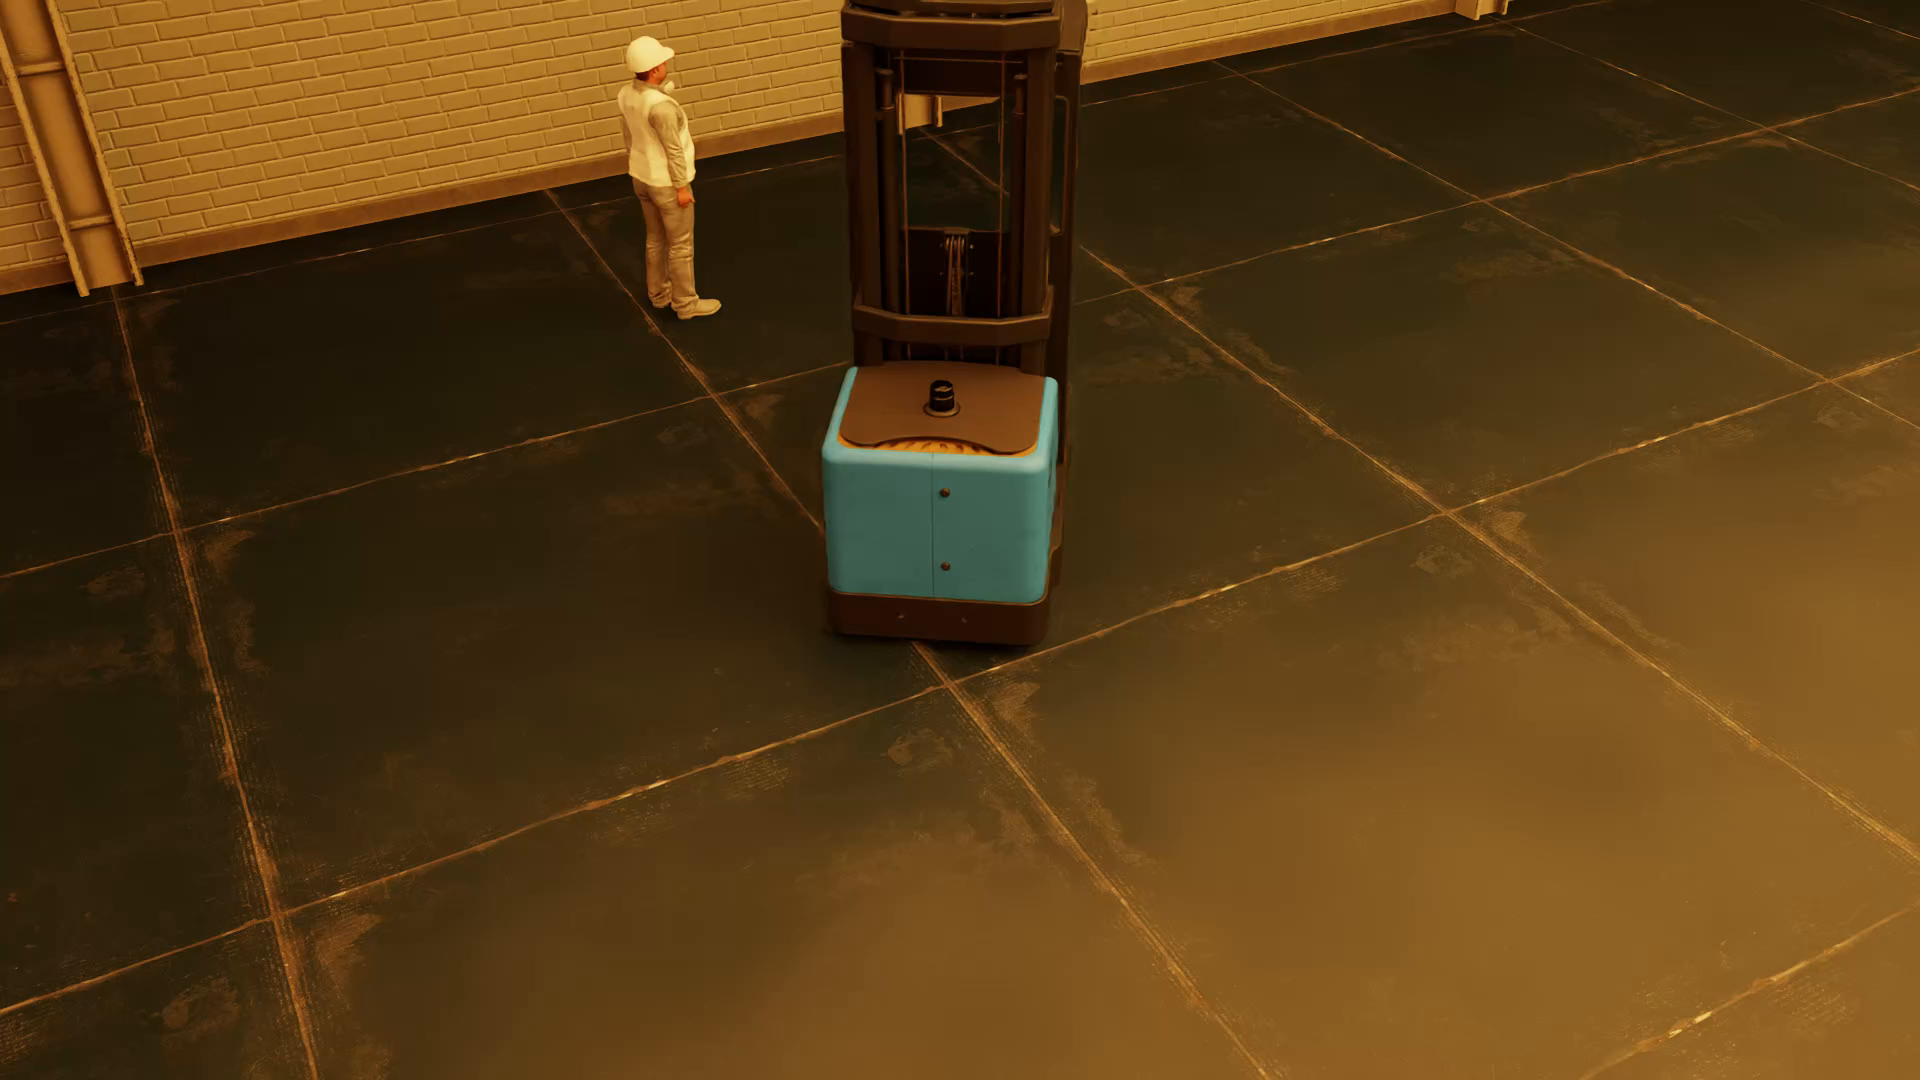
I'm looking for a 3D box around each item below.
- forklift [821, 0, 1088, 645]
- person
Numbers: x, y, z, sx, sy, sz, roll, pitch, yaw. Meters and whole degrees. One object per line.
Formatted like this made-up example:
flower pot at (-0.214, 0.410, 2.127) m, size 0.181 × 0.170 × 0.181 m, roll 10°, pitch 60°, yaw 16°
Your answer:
forklift at (0.031, -1.535, 8.295) m, size 1.130 × 2.935 × 3.031 m, roll 3°, pitch 35°, yaw 5°
person at (-1.831, -2.243, 10.301) m, size 0.368 × 1.777 × 0.526 m, roll -30°, pitch 45°, yaw -35°
